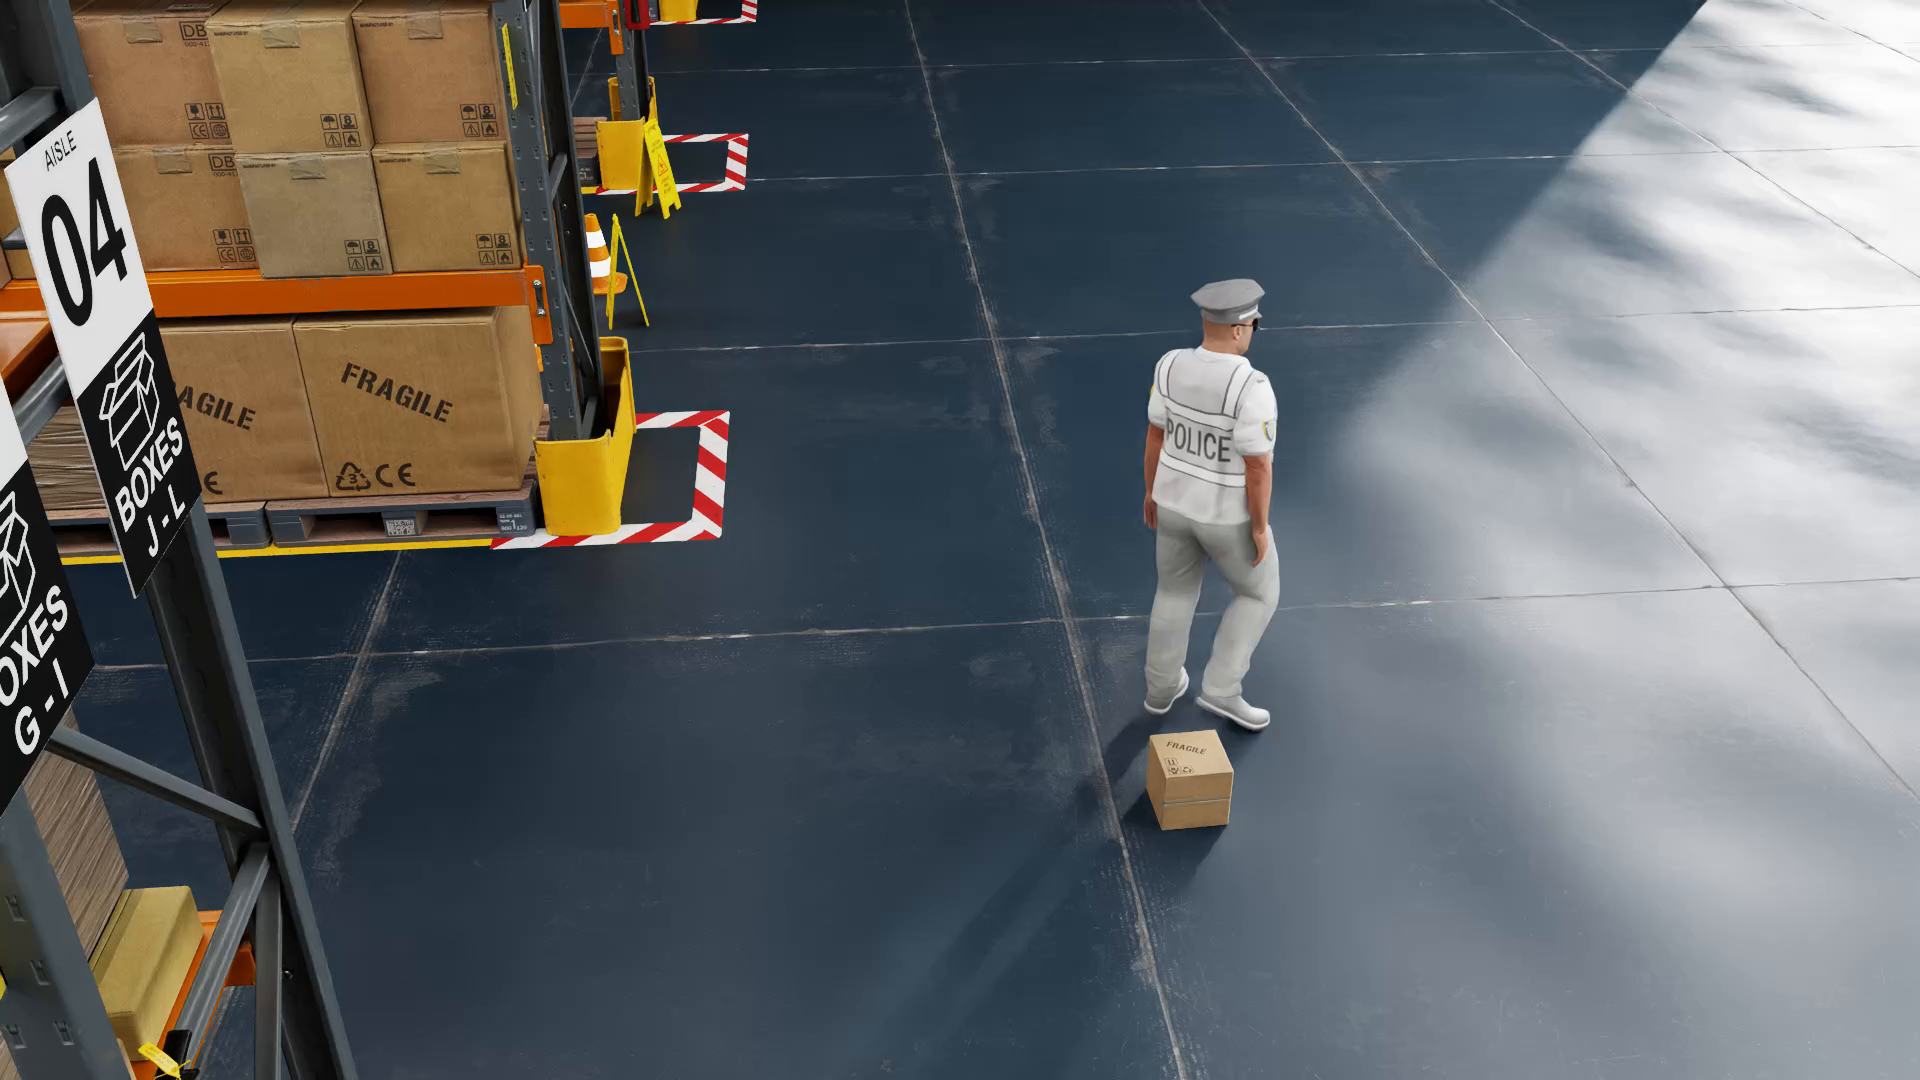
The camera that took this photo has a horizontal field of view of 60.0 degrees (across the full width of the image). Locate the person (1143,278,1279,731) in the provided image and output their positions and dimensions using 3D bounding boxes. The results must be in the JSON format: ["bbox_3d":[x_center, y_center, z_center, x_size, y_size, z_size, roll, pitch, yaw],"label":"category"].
[{"bbox_3d":[0.970,-0.089,6.280,0.584,1.763,0.487,23,38,34],"label":"person"}]
